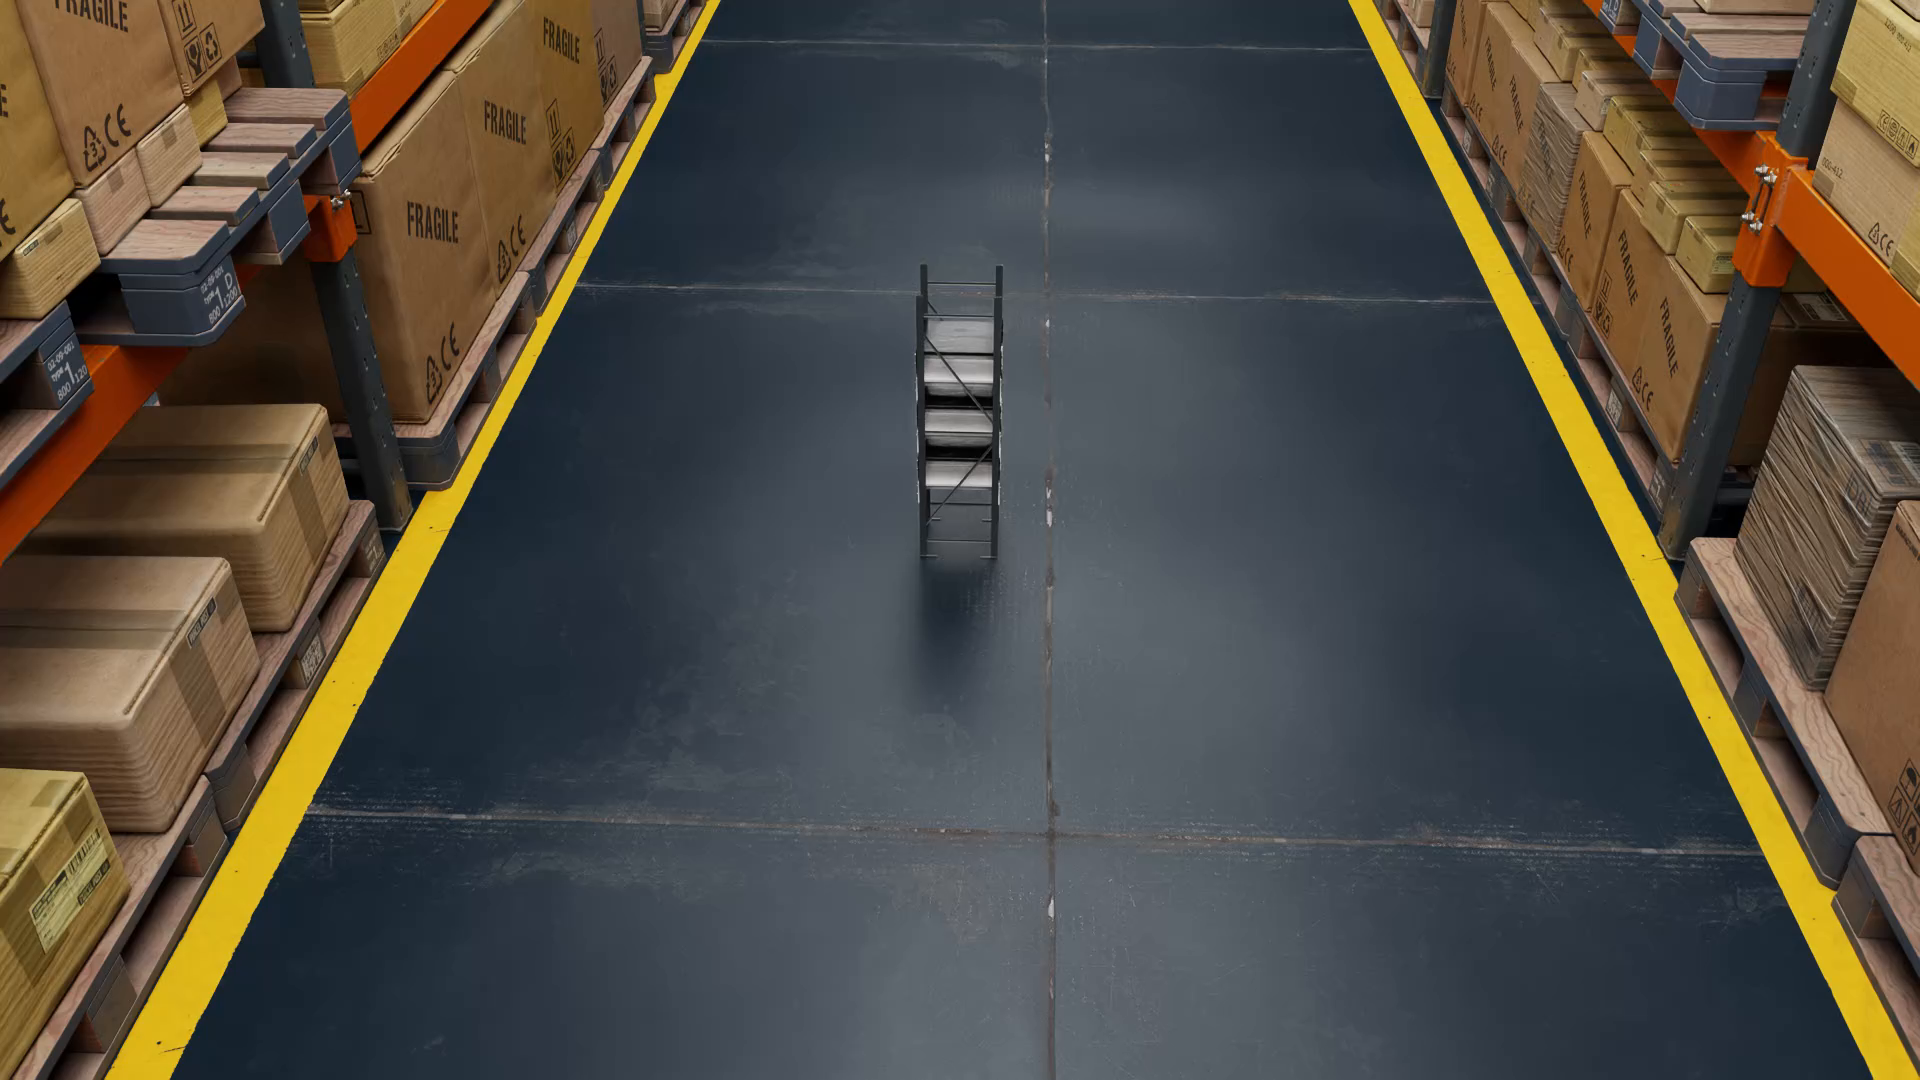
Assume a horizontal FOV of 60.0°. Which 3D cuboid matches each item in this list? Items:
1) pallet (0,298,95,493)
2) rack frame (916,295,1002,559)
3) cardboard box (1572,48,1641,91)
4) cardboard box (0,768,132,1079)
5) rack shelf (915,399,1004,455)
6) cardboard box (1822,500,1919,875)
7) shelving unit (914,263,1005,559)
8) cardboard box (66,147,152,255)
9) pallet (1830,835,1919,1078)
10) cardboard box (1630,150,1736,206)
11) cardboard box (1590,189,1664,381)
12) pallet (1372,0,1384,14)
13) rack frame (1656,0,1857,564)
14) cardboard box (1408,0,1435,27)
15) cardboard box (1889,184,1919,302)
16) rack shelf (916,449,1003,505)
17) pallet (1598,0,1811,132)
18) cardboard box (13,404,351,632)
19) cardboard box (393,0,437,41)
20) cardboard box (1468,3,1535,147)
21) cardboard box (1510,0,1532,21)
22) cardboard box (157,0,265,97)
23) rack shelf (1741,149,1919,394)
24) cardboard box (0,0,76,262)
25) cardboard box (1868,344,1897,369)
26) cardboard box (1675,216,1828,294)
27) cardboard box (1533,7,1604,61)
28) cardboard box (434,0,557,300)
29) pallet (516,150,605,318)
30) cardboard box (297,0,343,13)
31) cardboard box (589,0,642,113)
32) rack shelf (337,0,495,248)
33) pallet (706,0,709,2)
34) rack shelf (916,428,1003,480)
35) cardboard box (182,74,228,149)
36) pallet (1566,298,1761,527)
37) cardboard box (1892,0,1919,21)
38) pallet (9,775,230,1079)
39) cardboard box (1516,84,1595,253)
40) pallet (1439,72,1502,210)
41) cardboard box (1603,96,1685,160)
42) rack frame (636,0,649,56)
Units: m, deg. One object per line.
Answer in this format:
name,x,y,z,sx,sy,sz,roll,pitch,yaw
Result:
pallet,-2.305,-0.075,2.916,1.003,0.211,1.213,1,35,2
rack frame,-0.004,-0.314,4.915,0.240,0.900,0.006,1,35,2
cardboard box,2.602,-1.785,6.426,0.380,0.149,0.250,1,35,2
cardboard box,-2.357,0.795,3.430,0.950,0.372,0.625,2,35,3
rack shelf,0.000,-0.346,5.017,0.258,0.077,0.200,1,35,2
cardboard box,2.636,0.354,3.838,0.875,0.625,0.625,2,35,3
shelving unit,0.000,-0.373,4.998,0.258,0.900,0.210,1,35,2
cardboard box,-1.967,-0.722,3.521,0.380,0.149,0.250,0,35,0
pallet,2.569,1.132,3.455,1.003,0.211,1.213,1,35,2
cardboard box,2.495,-1.192,5.581,0.380,0.149,0.250,0,35,0
cardboard box,2.526,-0.864,5.679,0.500,0.500,0.500,1,35,1
pallet,2.929,-3.434,9.953,1.003,0.211,1.213,1,35,2
rack frame,2.693,-1.180,4.320,1.000,3.000,0.127,1,35,2
cardboard box,2.583,-2.810,8.754,0.380,0.149,0.250,0,35,0
cardboard box,2.406,-0.580,3.597,0.500,0.250,0.500,1,35,1
rack shelf,0.000,-0.198,5.121,0.258,0.077,0.200,1,35,2
pallet,2.650,-1.492,4.932,1.213,0.211,1.003,1,35,2
cardboard box,-2.299,-0.065,4.653,0.950,0.372,0.625,-1,35,-1
cardboard box,-1.993,-1.802,5.335,0.500,0.250,0.500,0,35,1
cardboard box,2.598,-2.048,7.364,0.500,0.500,0.500,1,35,1
cardboard box,2.641,-2.384,7.278,0.380,0.149,0.250,0,35,-1
cardboard box,-2.007,-1.359,3.864,0.500,0.500,0.500,0,35,1
rack shelf,2.613,0.264,2.892,1.077,0.370,4.000,1,35,2
cardboard box,-2.036,-0.772,3.029,0.500,0.500,0.500,-1,35,-1
cardboard box,2.990,-0.565,5.253,0.500,0.500,0.500,3,35,4
cardboard box,2.460,-0.884,5.143,0.380,0.149,0.250,0,35,0
cardboard box,2.596,-2.083,6.850,0.380,0.149,0.250,1,35,2
cardboard box,-2.116,-1.502,6.261,0.875,0.875,0.875,2,35,2
pallet,-2.108,-1.302,6.919,1.003,0.211,1.213,1,35,2
cardboard box,-1.999,-1.721,4.785,0.500,0.250,0.500,1,35,2
cardboard box,-2.051,-2.535,7.731,0.875,0.875,0.875,2,35,3
rack shelf,-2.186,-2.147,6.322,1.077,0.370,4.000,1,35,2
pallet,-1.951,-3.587,10.171,1.003,0.211,1.213,1,35,2
rack shelf,0.000,-0.272,5.069,0.258,0.077,0.200,1,35,2
cardboard box,-1.983,-1.012,3.934,0.380,0.149,0.250,2,35,3
pallet,2.761,-0.467,5.731,1.003,0.211,1.213,1,35,2
cardboard box,2.386,-1.310,3.854,0.380,0.149,0.250,2,35,3
pallet,-2.351,0.997,3.648,1.003,0.211,1.213,1,35,2
cardboard box,2.547,-1.464,6.533,0.500,0.500,0.500,0,35,0
pallet,2.859,-1.869,7.726,1.003,0.211,1.213,1,35,2
cardboard box,2.560,-1.486,6.000,0.380,0.149,0.250,1,35,1
rack frame,-2.106,-3.590,7.750,1.000,3.000,0.127,1,35,2
